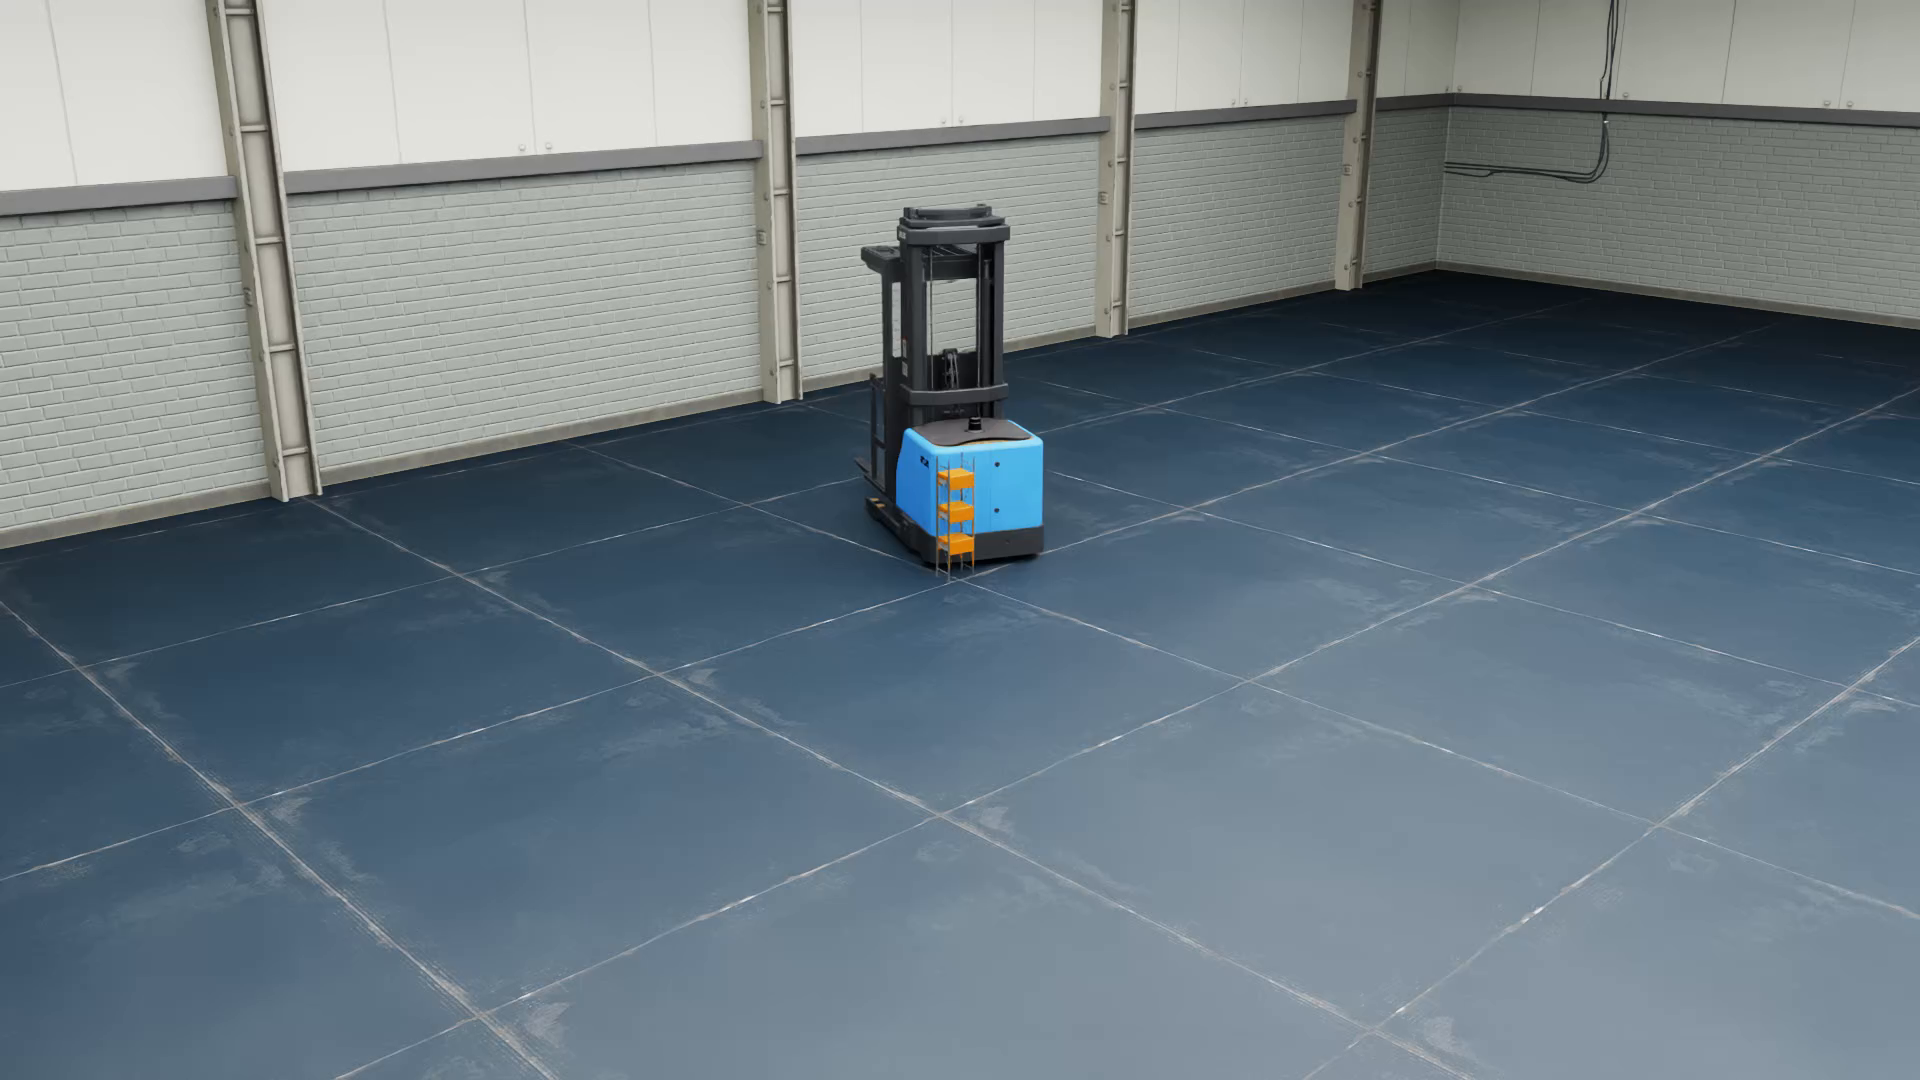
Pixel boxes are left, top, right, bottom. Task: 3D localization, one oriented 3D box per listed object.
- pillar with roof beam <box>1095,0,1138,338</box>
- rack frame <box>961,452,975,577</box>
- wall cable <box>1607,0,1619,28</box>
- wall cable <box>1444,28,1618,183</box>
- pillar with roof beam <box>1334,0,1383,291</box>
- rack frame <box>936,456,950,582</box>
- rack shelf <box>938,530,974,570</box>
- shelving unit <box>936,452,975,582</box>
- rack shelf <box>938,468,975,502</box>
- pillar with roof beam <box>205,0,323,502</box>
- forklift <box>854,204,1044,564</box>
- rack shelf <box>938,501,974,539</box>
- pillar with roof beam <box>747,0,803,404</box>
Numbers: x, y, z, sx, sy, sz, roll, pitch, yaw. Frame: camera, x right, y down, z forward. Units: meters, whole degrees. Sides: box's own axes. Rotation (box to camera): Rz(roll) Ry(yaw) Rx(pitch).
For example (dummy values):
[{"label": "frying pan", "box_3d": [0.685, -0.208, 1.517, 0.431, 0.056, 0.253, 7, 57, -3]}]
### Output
[{"label": "pillar with roof beam", "box_3d": [5.155, -6.303, 19.833, 0.400, 9.000, 9.100, -16, 24, -41]}, {"label": "rack frame", "box_3d": [0.065, -0.210, 13.927, 0.008, 1.050, 0.200, -11, 21, -30]}, {"label": "wall cable", "box_3d": [11.464, -9.186, 25.571, 0.112, 2.526, 3.097, -16, 24, -41]}, {"label": "wall cable", "box_3d": [9.606, -7.390, 28.220, 0.112, 2.526, 3.097, -16, 24, -41]}, {"label": "pillar with roof beam", "box_3d": [9.514, -7.574, 23.754, 0.400, 9.000, 9.100, -16, 24, -41]}, {"label": "rack frame", "box_3d": [-0.142, -0.170, 13.803, 0.008, 1.050, 0.200, -11, 21, -30]}, {"label": "rack shelf", "box_3d": [-0.040, 0.084, 13.956, 0.240, 0.259, 0.215, -11, 21, -30]}, {"label": "shelving unit", "box_3d": [-0.039, -0.190, 13.865, 0.252, 1.050, 0.215, -11, 21, -30]}, {"label": "rack shelf", "box_3d": [-0.038, -0.449, 13.779, 0.240, 0.259, 0.215, -11, 21, -30]}, {"label": "pillar with roof beam", "box_3d": [-3.565, -3.760, 11.990, 0.400, 9.000, 9.100, -16, 24, -41]}, {"label": "forklift", "box_3d": [-0.248, -1.606, 15.186, 1.130, 2.935, 3.031, -6, 19, -19]}, {"label": "rack shelf", "box_3d": [-0.039, -0.180, 13.868, 0.240, 0.259, 0.215, -11, 21, -30]}, {"label": "pillar with roof beam", "box_3d": [0.795, -5.031, 15.912, 0.400, 9.000, 9.100, -16, 24, -41]}]
